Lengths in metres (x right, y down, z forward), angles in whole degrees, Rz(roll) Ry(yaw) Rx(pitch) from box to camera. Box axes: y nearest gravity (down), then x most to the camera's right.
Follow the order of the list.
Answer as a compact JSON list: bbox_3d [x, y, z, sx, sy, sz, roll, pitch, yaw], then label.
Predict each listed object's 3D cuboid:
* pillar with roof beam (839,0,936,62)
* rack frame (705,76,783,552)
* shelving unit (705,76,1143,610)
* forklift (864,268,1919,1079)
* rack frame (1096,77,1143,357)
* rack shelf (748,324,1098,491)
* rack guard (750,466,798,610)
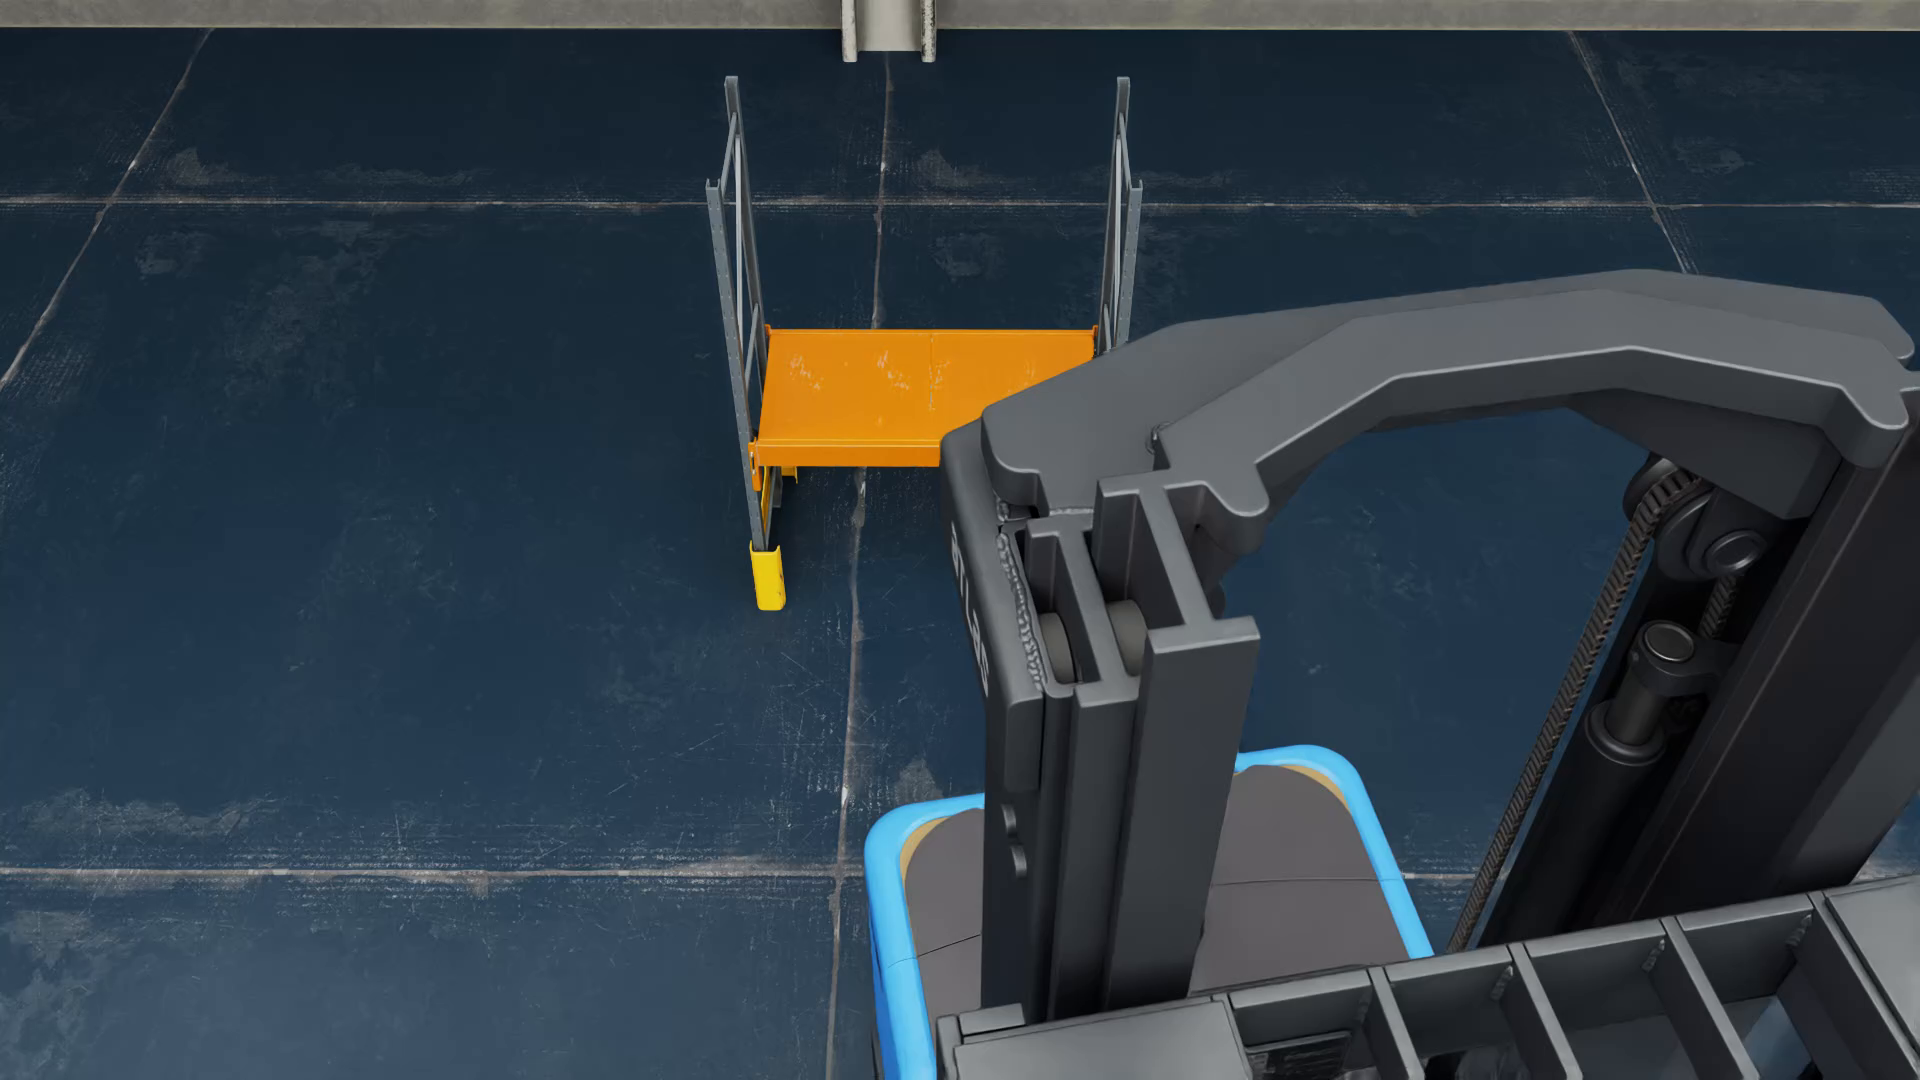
[{"bbox_3d":[-0.321,-2.089,1.047,0.400,9.000,9.100,0,47,0],"label":"pillar with roof beam"},{"bbox_3d":[-0.594,-0.513,4.703,0.032,1.500,0.500,0,47,0],"label":"rack frame"},{"bbox_3d":[-0.076,-0.511,4.701,1.083,1.500,0.587,0,47,0],"label":"shelving unit"},{"bbox_3d":[0.566,1.268,2.068,1.130,2.935,3.031,-8,48,-7],"label":"forklift"},{"bbox_3d":[0.423,-0.510,4.700,0.032,1.500,0.500,0,47,0],"label":"rack frame"},{"bbox_3d":[-0.085,-0.389,4.833,1.000,0.185,0.538,0,47,0],"label":"rack shelf"},{"bbox_3d":[-0.574,-0.087,5.160,0.087,0.250,0.587,0,47,0],"label":"rack guard"}]
